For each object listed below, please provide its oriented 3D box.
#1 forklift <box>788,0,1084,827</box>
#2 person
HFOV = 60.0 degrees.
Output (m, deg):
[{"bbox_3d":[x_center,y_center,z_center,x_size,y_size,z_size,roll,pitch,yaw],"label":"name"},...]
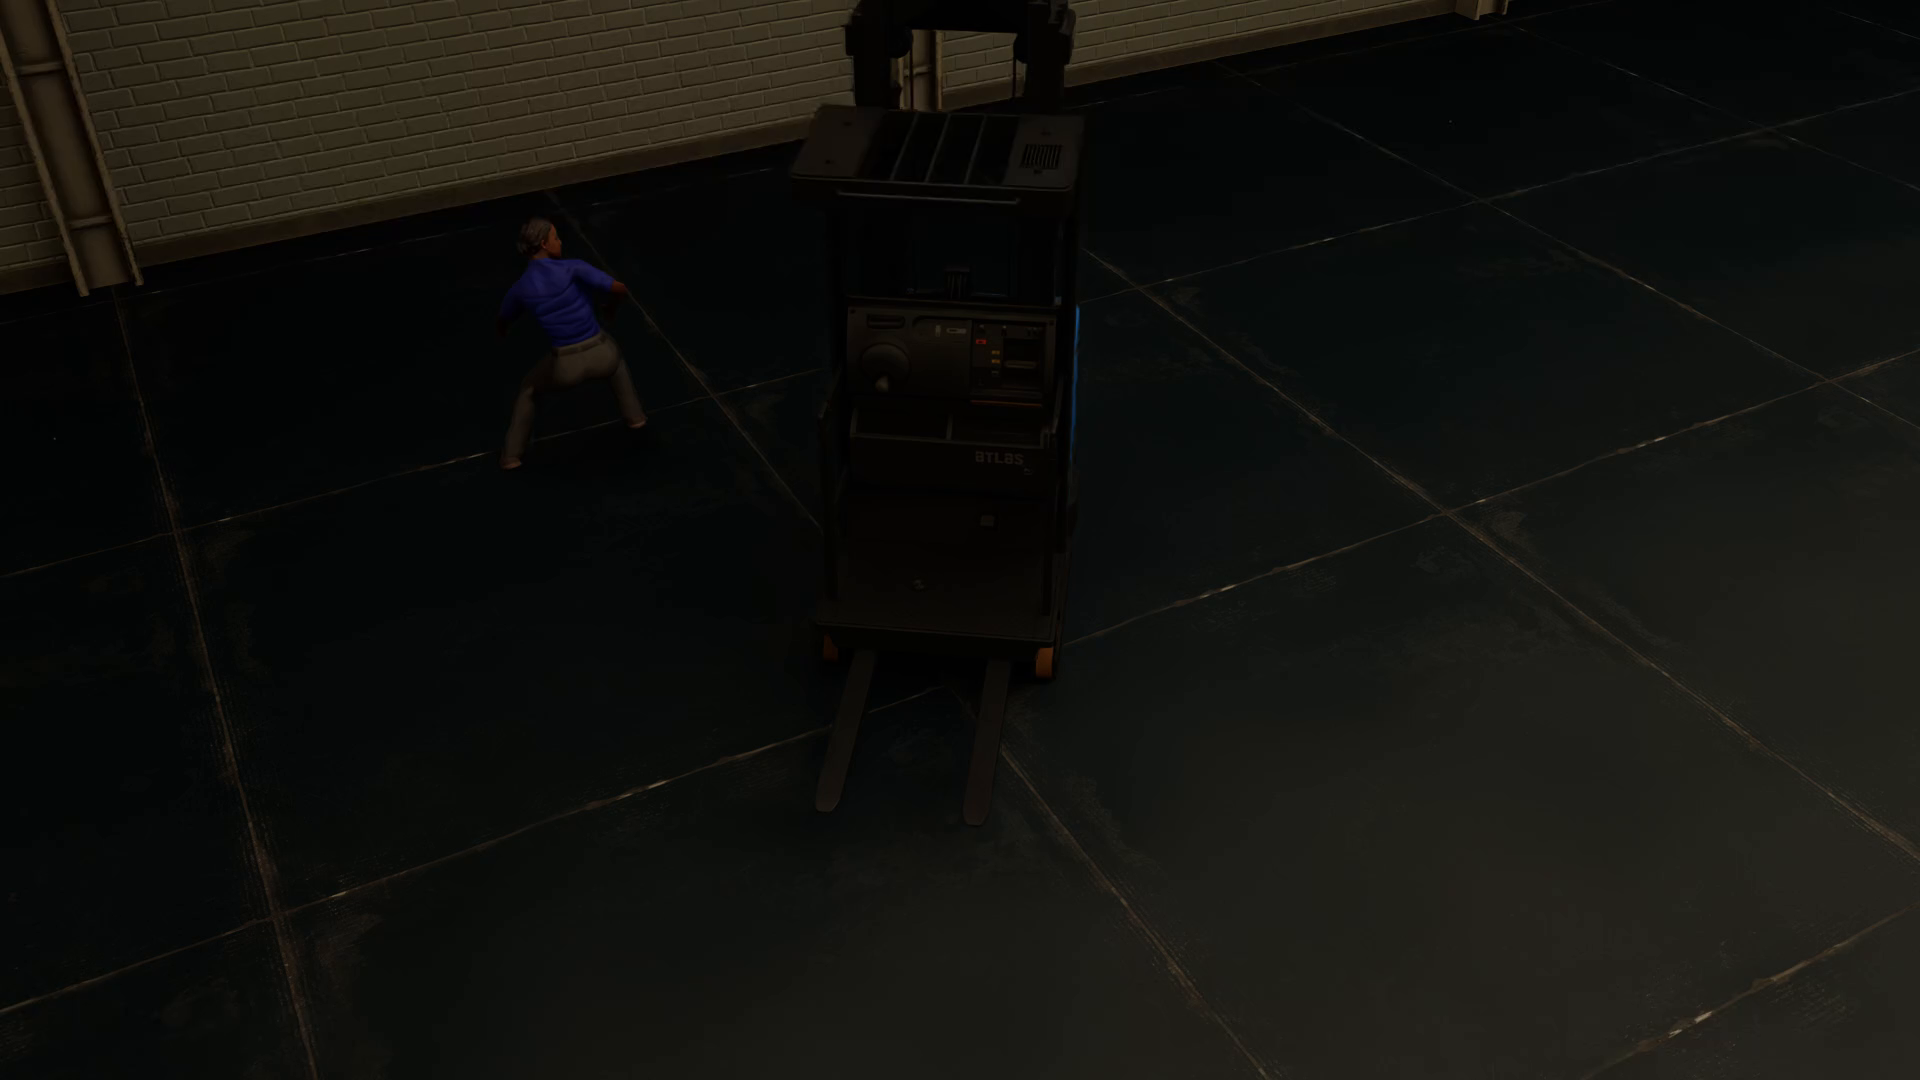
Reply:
[{"bbox_3d":[-0.065,-0.761,7.200,1.130,2.935,3.031,4,35,6],"label":"forklift"},{"bbox_3d":[-2.179,-1.065,9.010,0.855,1.444,0.716,-9,36,-12],"label":"person"}]
